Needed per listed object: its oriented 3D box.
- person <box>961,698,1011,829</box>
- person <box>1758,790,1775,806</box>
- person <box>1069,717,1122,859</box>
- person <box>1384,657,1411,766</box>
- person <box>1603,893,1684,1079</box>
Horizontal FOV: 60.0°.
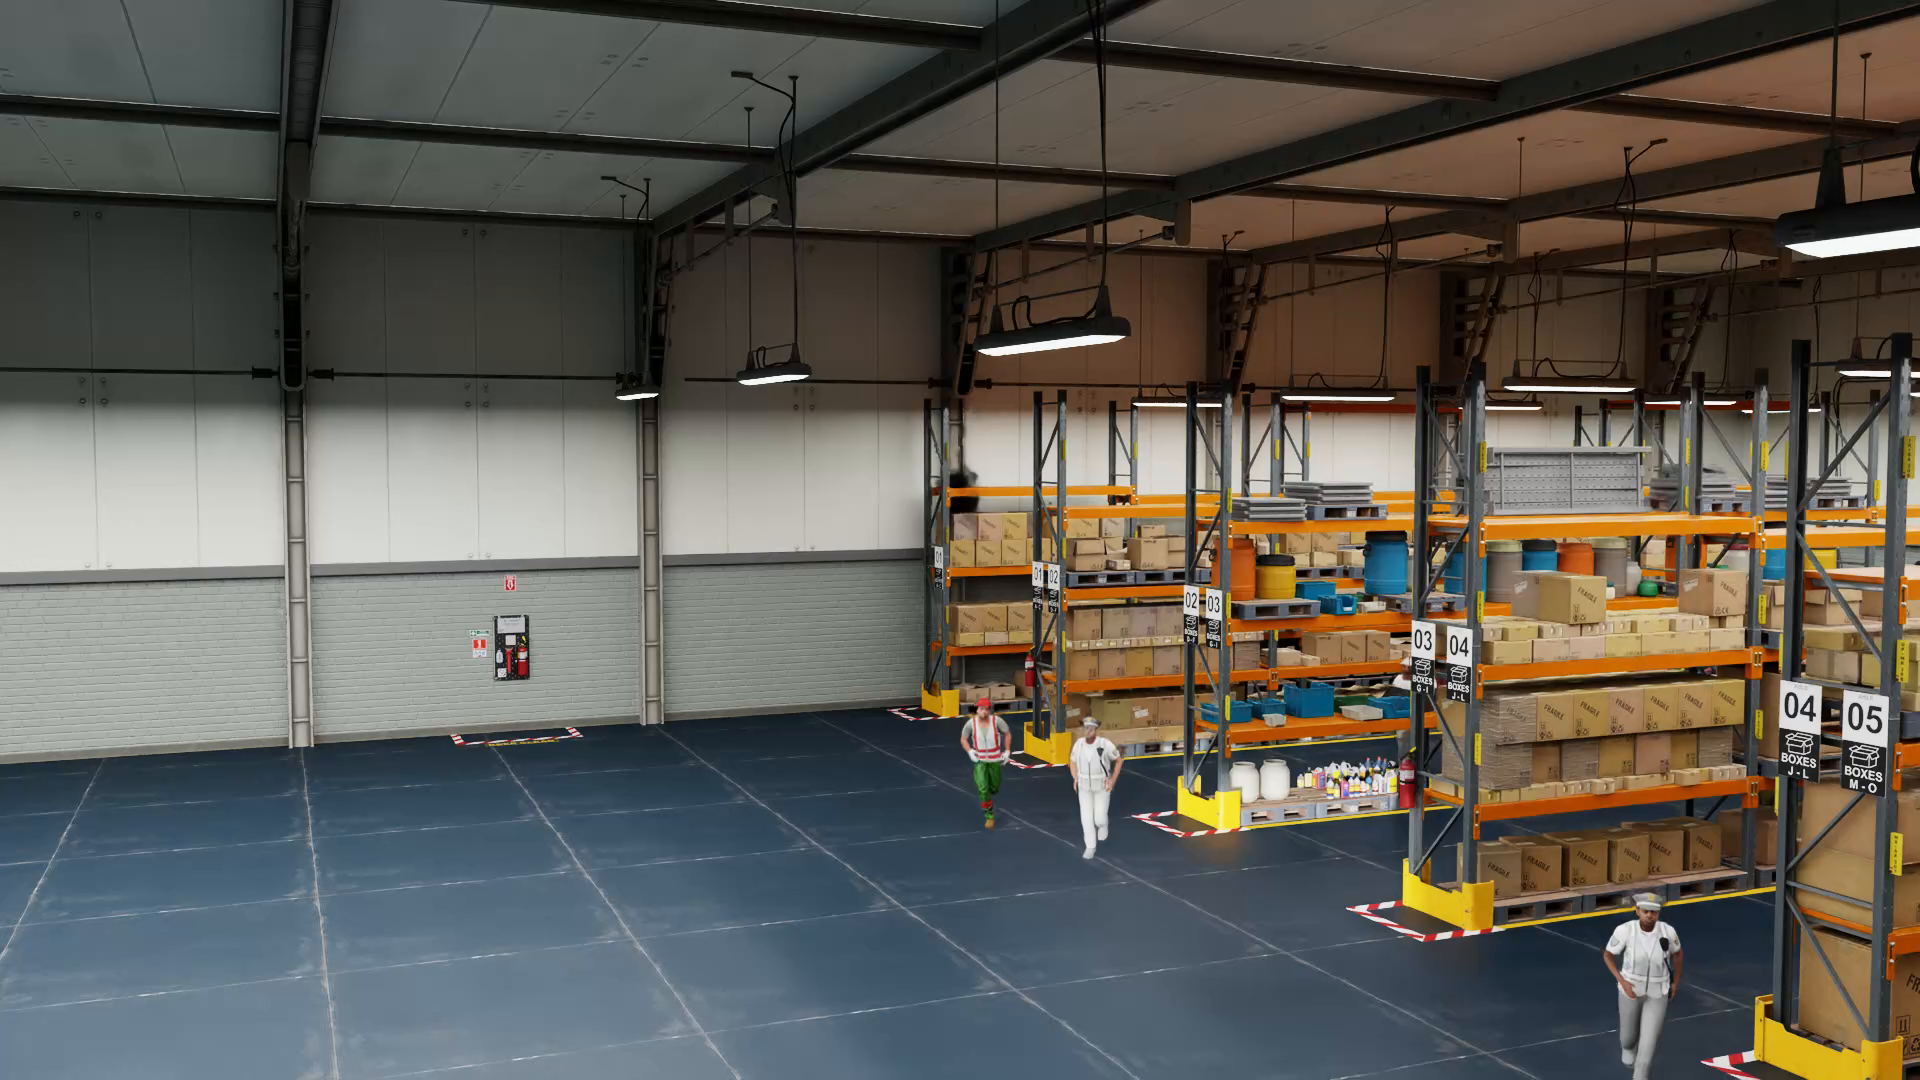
[{"bbox_3d":[0.351,2.988,22.570,0.685,1.750,0.761,0,3,-2],"label":"person"},{"bbox_3d":[10.654,3.046,21.834,0.799,1.715,0.704,-2,4,-35],"label":"person"},{"bbox_3d":[1.700,3.076,20.857,0.669,1.776,0.646,1,4,19],"label":"person"},{"bbox_3d":[6.989,2.743,26.024,0.738,1.823,0.677,-2,4,-27],"label":"person"},{"bbox_3d":[5.386,3.568,13.109,0.599,1.687,0.865,1,3,16],"label":"person"}]
